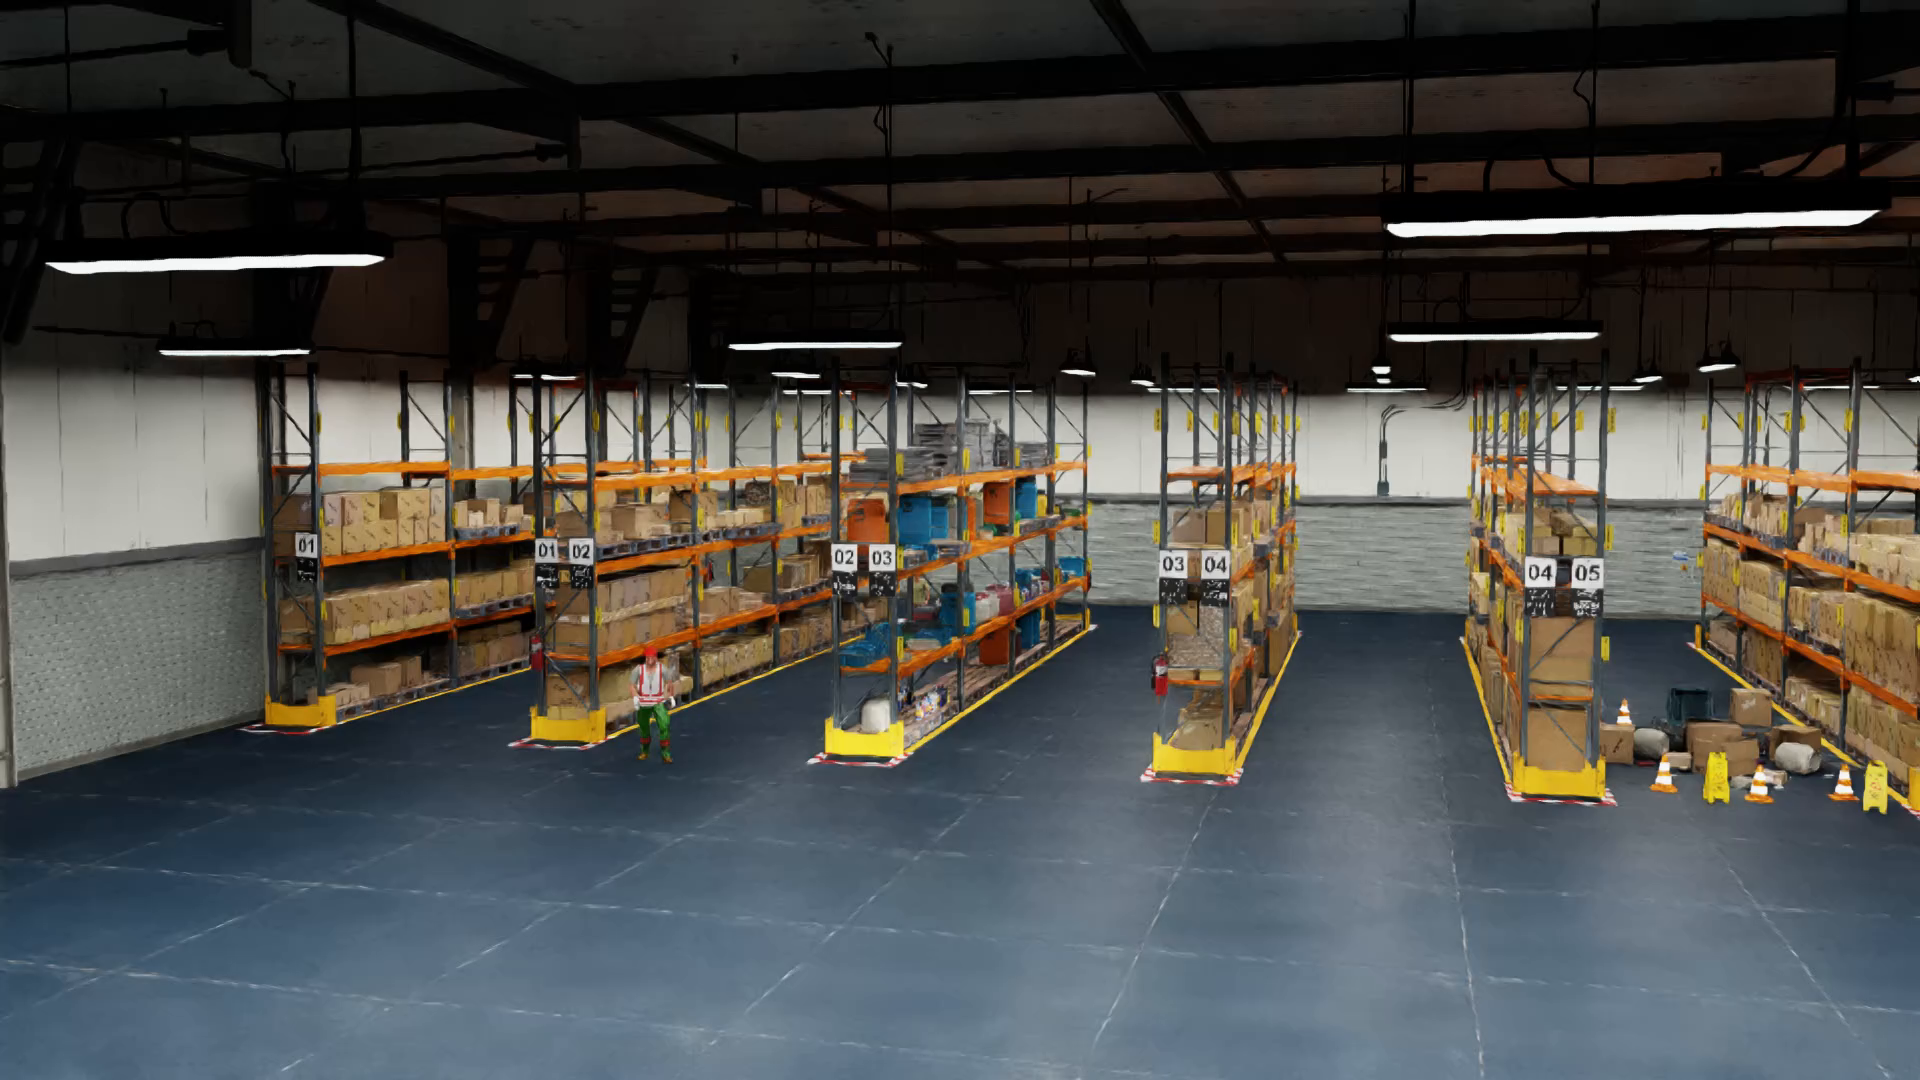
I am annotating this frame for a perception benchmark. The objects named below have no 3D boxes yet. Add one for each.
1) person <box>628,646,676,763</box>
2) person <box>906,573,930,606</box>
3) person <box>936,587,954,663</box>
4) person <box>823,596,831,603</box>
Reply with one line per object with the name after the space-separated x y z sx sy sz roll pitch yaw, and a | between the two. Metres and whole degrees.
-4.537 2.408 24.490 0.668 1.722 0.793 0 4 -6 | person
-0.981 1.462 38.944 0.598 1.618 0.506 1 4 13 | person
-0.307 1.737 34.887 0.446 1.590 1.109 1 4 17 | person
-3.458 0.951 45.519 0.585 1.710 0.539 -2 4 -21 | person
